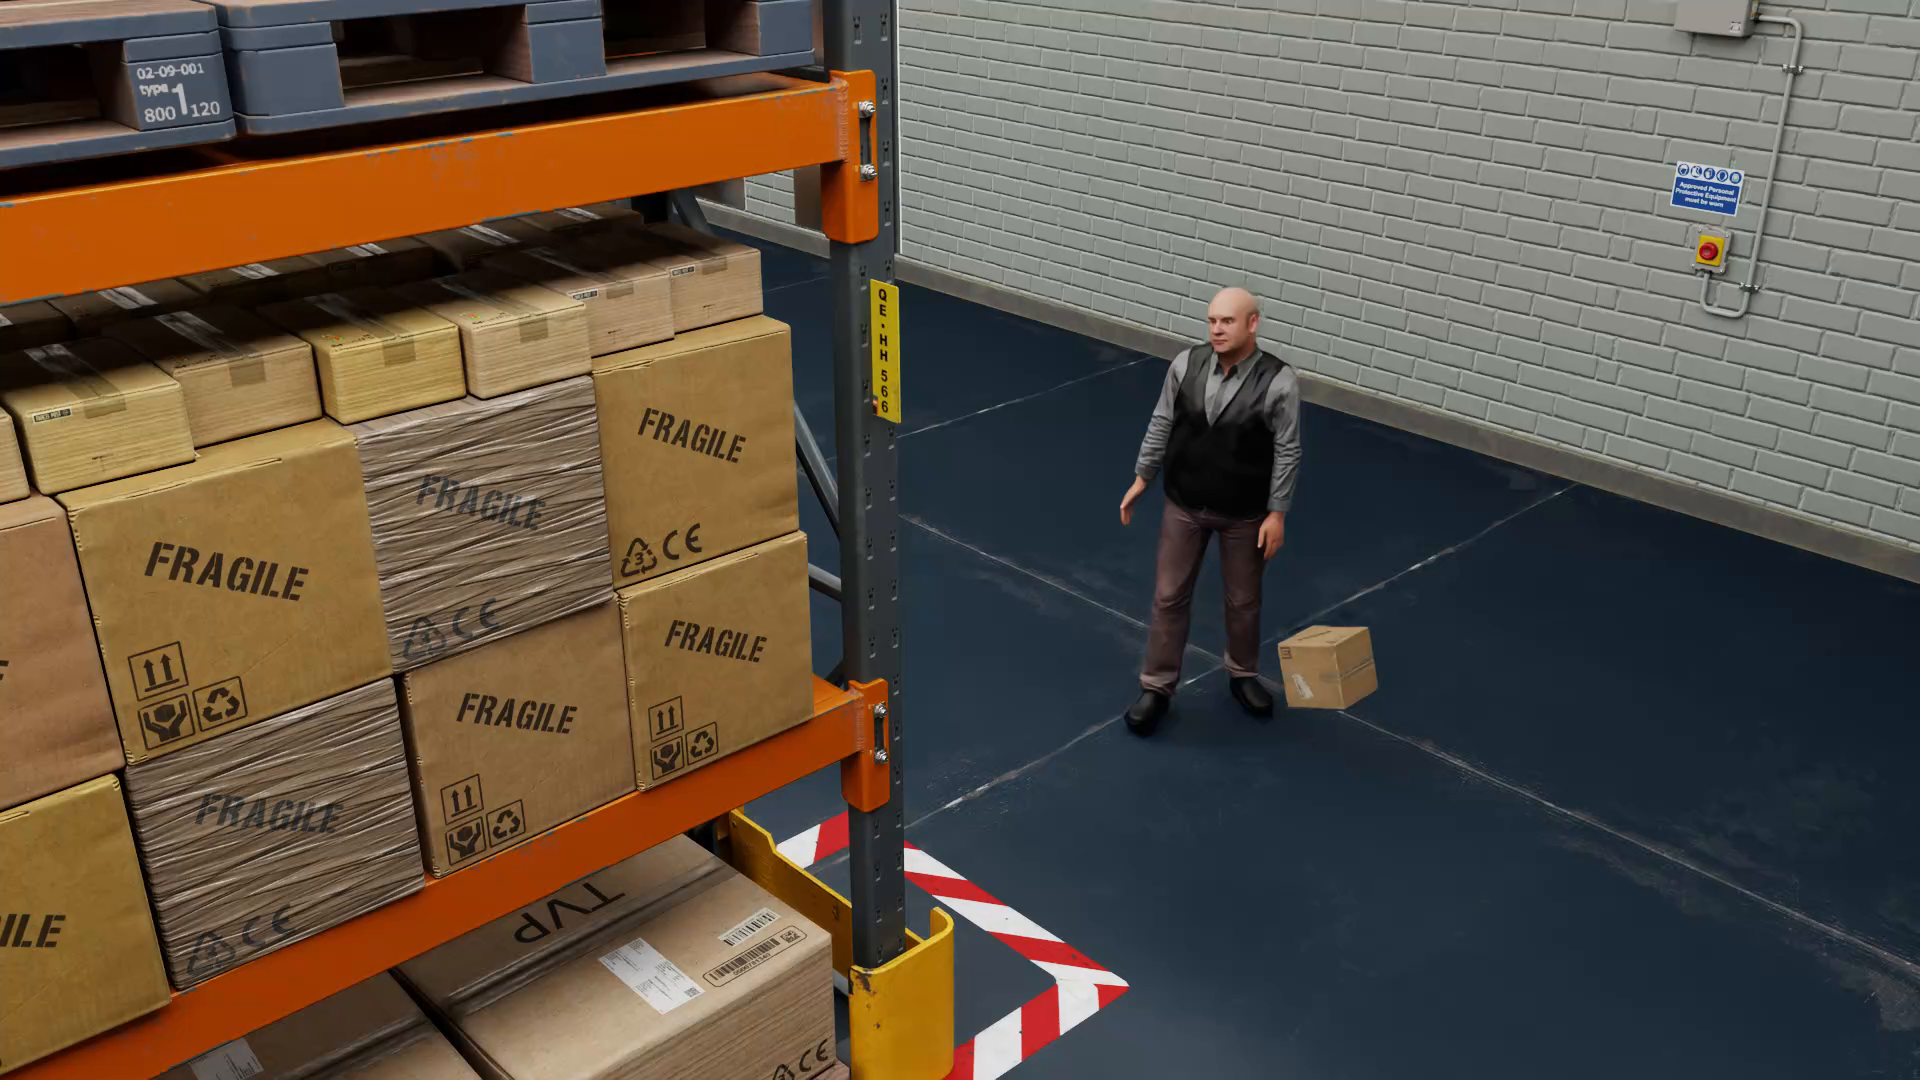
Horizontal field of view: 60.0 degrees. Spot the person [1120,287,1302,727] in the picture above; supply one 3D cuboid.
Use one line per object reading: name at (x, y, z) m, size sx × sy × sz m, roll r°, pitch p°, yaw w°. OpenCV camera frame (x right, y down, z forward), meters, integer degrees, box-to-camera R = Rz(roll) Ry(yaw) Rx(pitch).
person at (0.936, -0.108, 6.337) m, size 0.669 × 1.718 × 0.611 m, roll 11°, pitch 27°, yaw 24°
